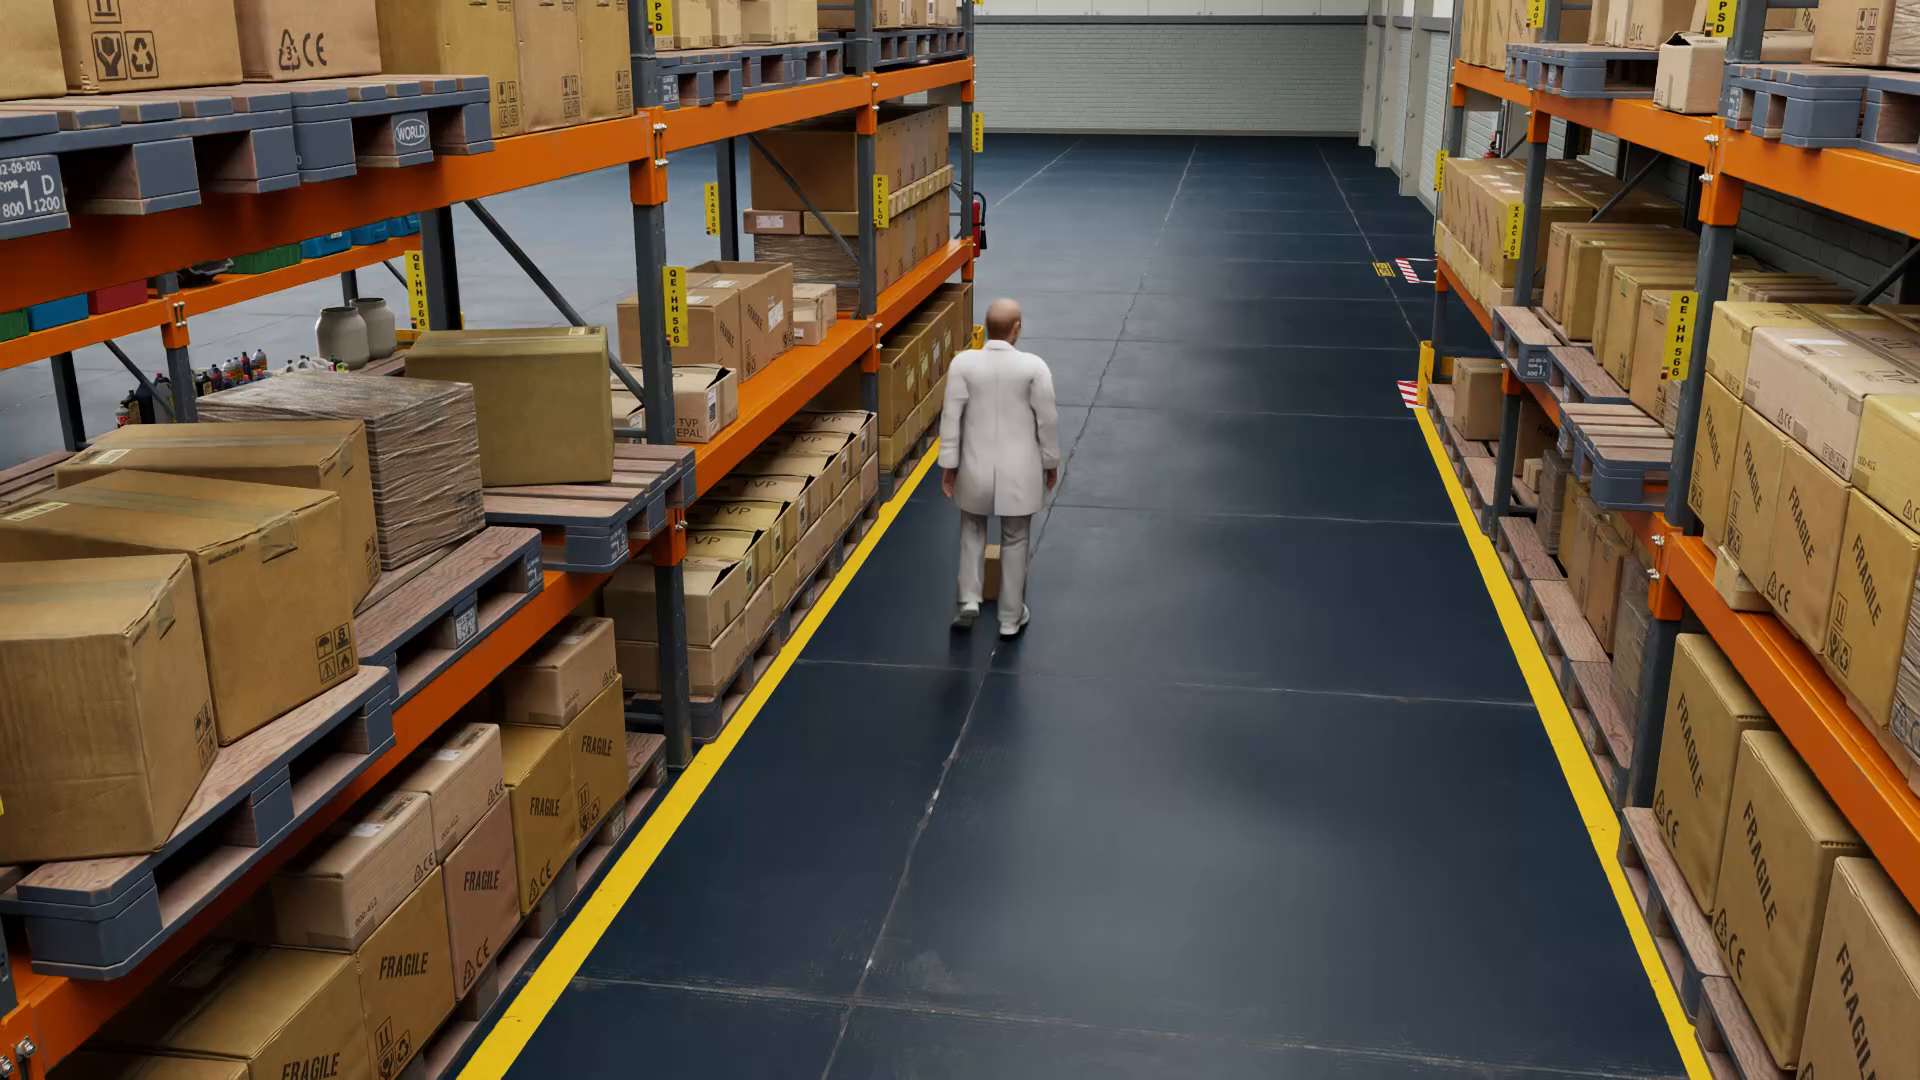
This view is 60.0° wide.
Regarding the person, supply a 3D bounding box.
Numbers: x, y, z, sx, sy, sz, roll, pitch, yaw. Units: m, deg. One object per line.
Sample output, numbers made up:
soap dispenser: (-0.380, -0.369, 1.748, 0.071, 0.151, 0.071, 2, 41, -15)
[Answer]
person: (0.212, -0.356, 8.720, 0.625, 1.847, 0.413, 4, 18, 11)
